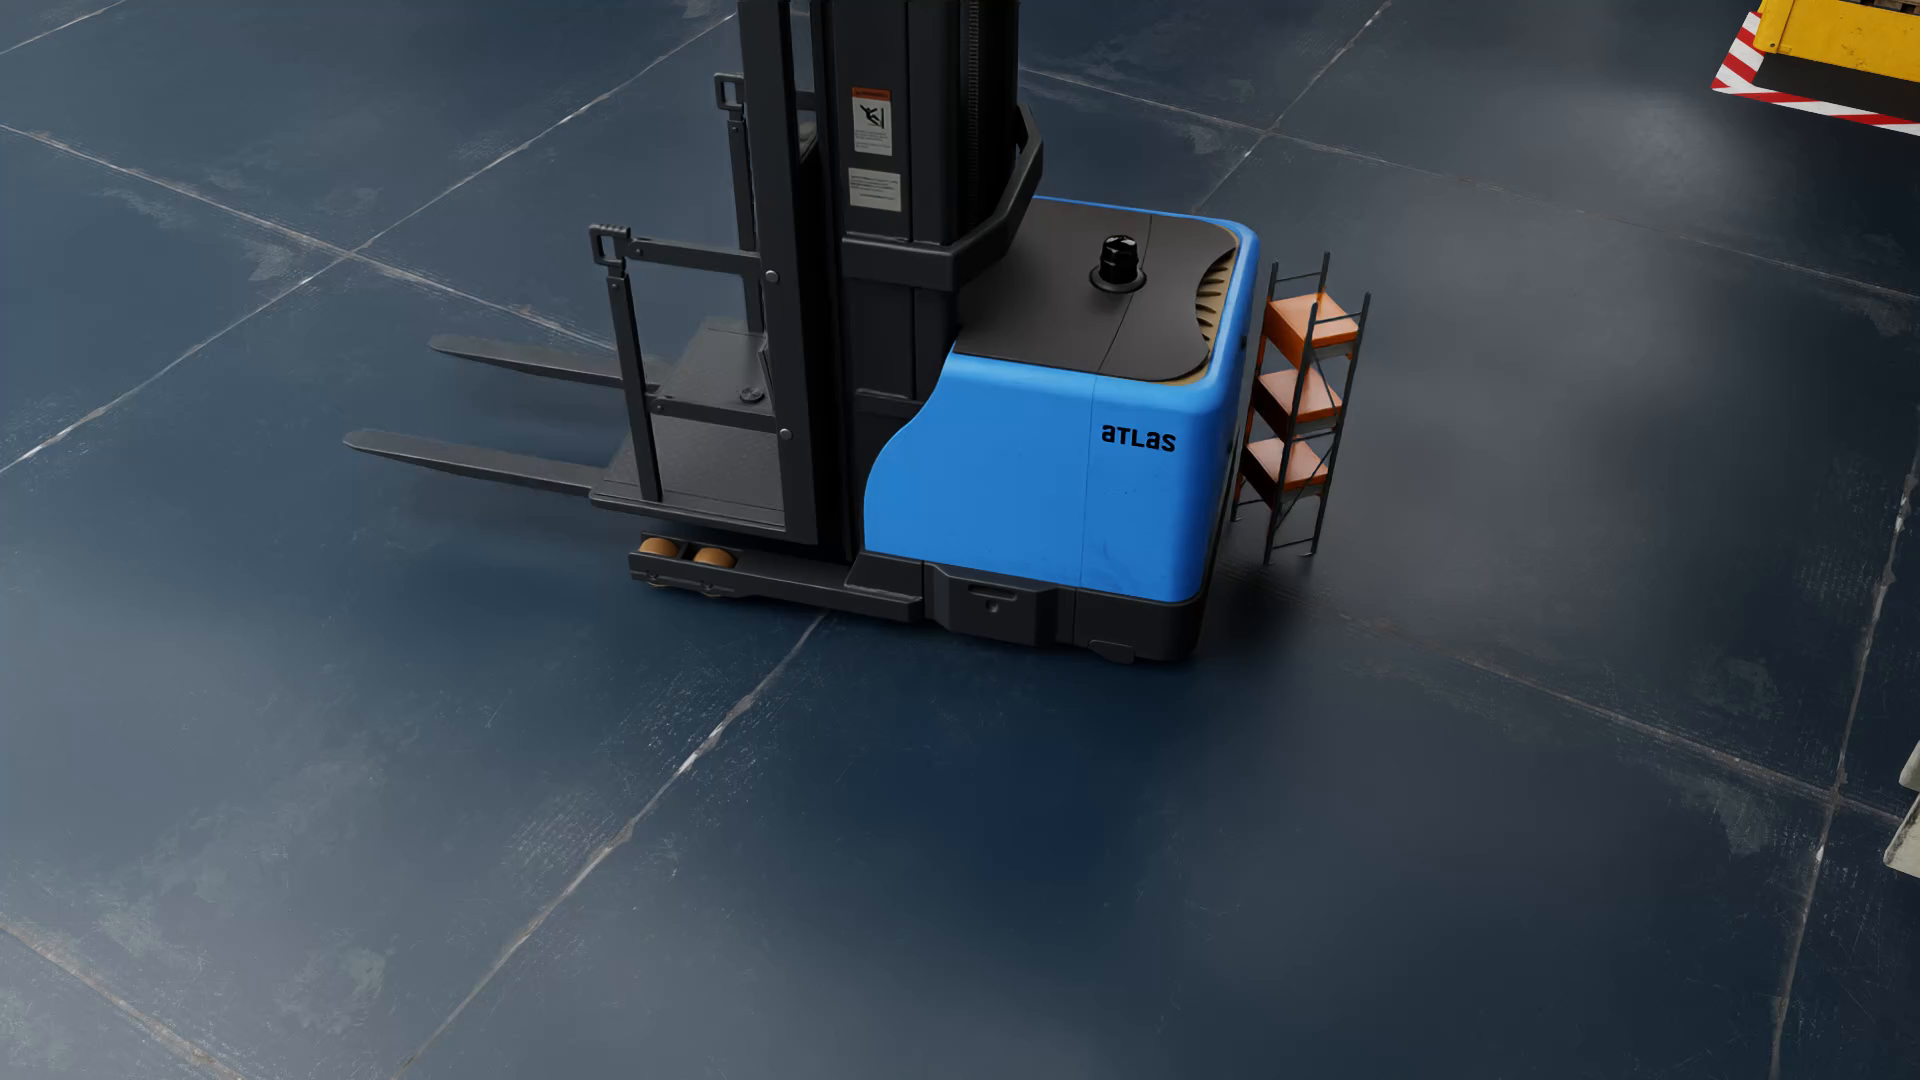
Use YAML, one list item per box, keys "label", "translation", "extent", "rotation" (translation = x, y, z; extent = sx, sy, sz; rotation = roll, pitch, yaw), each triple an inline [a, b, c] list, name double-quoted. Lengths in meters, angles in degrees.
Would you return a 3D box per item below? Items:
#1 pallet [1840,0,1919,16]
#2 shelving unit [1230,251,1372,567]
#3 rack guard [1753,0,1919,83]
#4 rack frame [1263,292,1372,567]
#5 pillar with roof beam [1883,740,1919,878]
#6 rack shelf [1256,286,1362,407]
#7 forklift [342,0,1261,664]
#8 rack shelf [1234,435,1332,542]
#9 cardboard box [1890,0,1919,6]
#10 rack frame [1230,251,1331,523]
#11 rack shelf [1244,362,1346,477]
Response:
- label: "pallet"
  translation: [5.066, -3.009, 9.007]
  extent: [1.003, 0.211, 1.213]
  rotation: [21, 45, 22]
- label: "shelving unit"
  translation: [1.091, -0.405, 5.411]
  extent: [0.215, 1.050, 0.252]
  rotation: [-13, 43, -16]
- label: "rack guard"
  translation: [4.708, -2.652, 8.383]
  extent: [1.175, 0.500, 0.348]
  rotation: [21, 45, 22]
- label: "rack frame"
  translation: [1.134, -0.329, 5.325]
  extent: [0.200, 1.050, 0.008]
  rotation: [-13, 43, -16]
- label: "pillar with roof beam"
  translation: [-0.881, -3.946, 3.422]
  extent: [9.100, 9.000, 0.400]
  rotation: [21, 45, 22]
- label: "rack shelf"
  translation: [1.097, -0.611, 5.232]
  extent: [0.215, 0.259, 0.240]
  rotation: [-13, 43, -16]
- label: "forklift"
  translation: [-0.609, -1.237, 4.937]
  extent: [3.031, 2.935, 1.130]
  rotation: [10, 42, 11]
- label: "rack shelf"
  translation: [1.085, -0.187, 5.600]
  extent: [0.215, 0.259, 0.240]
  rotation: [-13, 43, -16]
- label: "cardboard box"
  translation: [5.135, -2.946, 8.588]
  extent: [0.500, 0.250, 0.500]
  rotation: [21, 46, 22]
- label: "rack frame"
  translation: [1.049, -0.480, 5.497]
  extent: [0.200, 1.050, 0.008]
  rotation: [-13, 43, -16]
- label: "rack shelf"
  translation: [1.091, -0.397, 5.418]
  extent: [0.215, 0.259, 0.240]
  rotation: [-13, 43, -16]
